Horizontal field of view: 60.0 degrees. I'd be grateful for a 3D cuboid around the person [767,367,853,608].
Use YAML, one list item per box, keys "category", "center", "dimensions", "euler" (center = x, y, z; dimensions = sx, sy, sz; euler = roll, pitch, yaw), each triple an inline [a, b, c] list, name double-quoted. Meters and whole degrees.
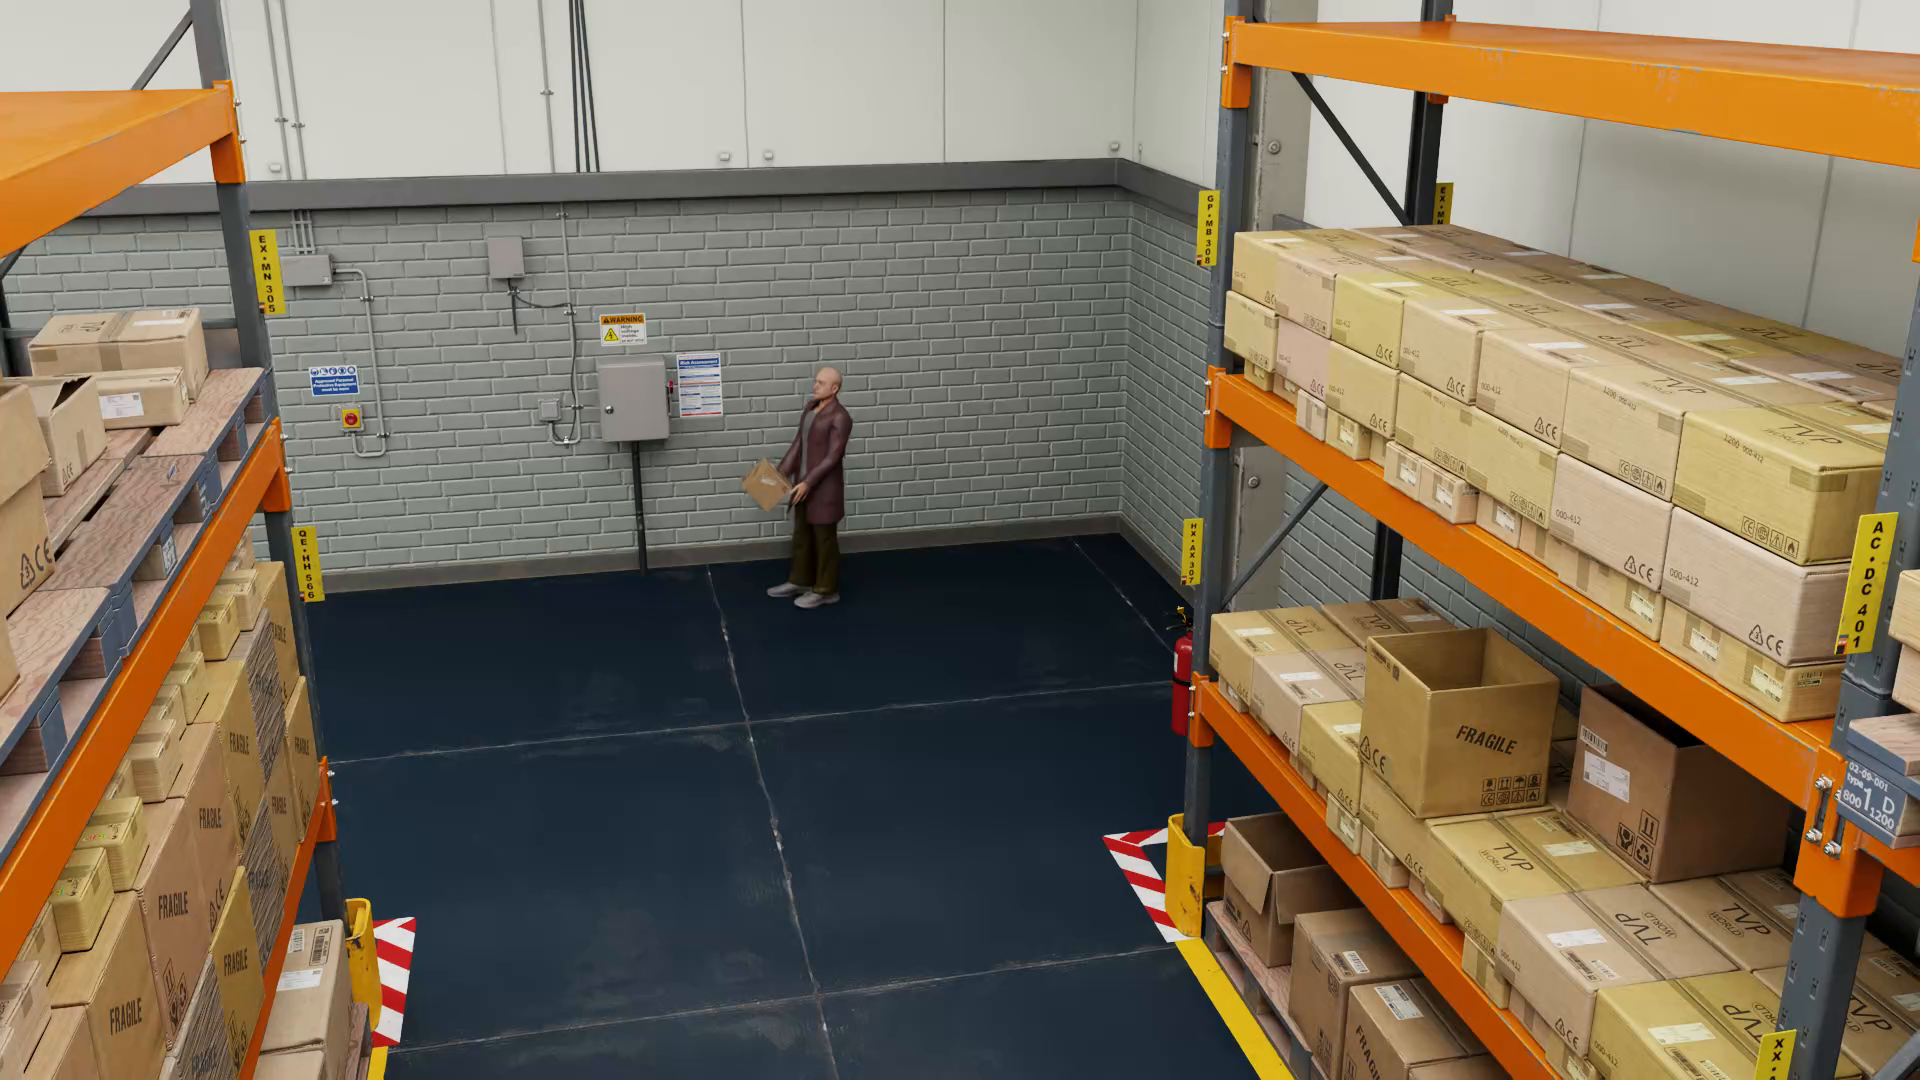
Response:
- category: "person"
  center: [-1.093, -0.381, 12.161]
  dimensions: [0.510, 1.780, 0.604]
  euler: [-13, 23, -33]
